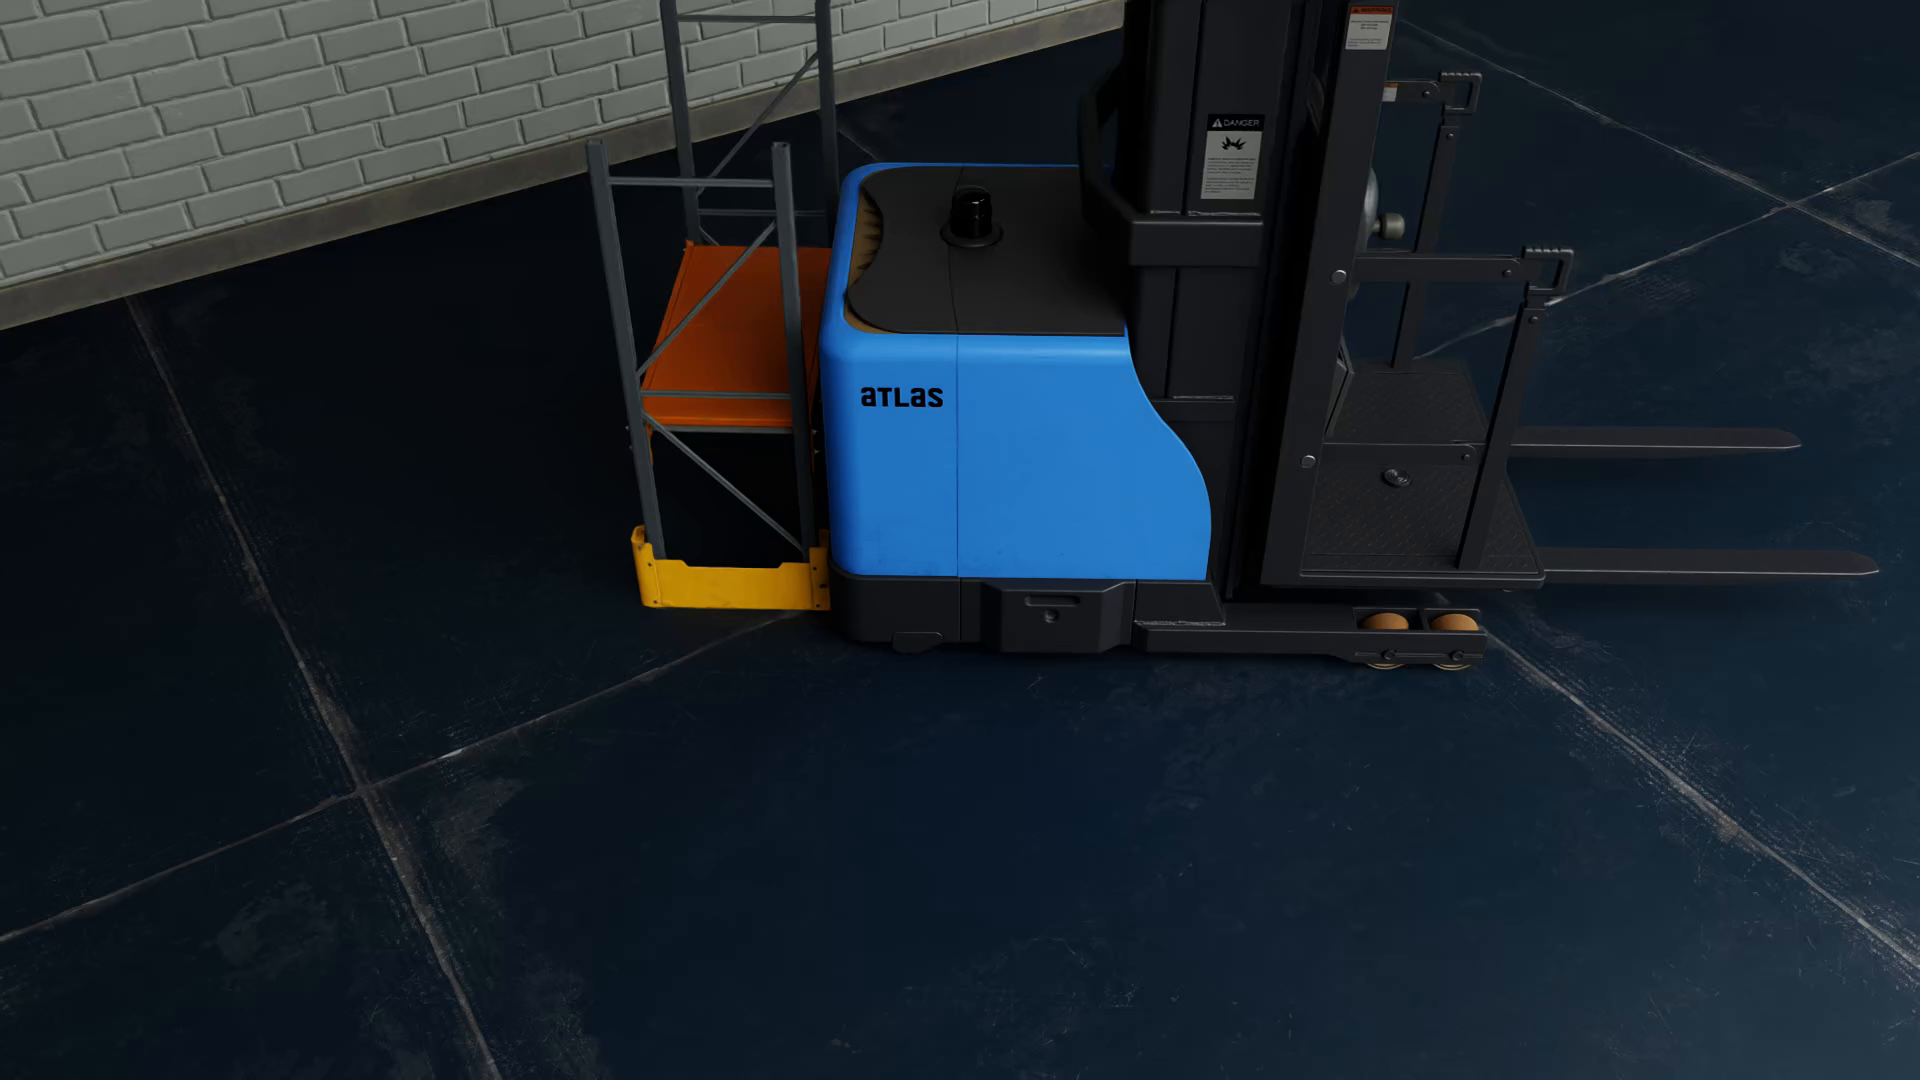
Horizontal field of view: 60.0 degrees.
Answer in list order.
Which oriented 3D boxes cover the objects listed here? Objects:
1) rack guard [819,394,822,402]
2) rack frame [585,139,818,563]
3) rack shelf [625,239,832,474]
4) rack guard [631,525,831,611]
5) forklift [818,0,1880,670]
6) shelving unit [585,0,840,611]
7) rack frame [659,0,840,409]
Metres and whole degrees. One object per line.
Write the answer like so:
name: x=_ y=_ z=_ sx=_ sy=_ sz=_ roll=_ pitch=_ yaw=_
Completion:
rack guard: x=-0.633 y=-0.553 z=5.718 sx=0.587 sy=0.250 sz=0.087 roll=1 pitch=40 yaw=2
rack frame: x=-0.668 y=-0.395 z=4.552 sx=0.500 sy=1.500 sz=0.032 roll=1 pitch=40 yaw=2
rack shelf: x=-0.650 y=-0.582 z=5.058 sx=0.538 sy=0.185 sz=1.000 roll=1 pitch=40 yaw=2
rack guard: x=-0.668 y=0.084 z=4.954 sx=0.587 sy=0.250 sz=0.087 roll=1 pitch=40 yaw=2
forklift: x=1.146 y=-1.096 z=4.276 sx=3.031 sy=2.935 sz=1.130 roll=1 pitch=40 yaw=1
shelving unit: x=-0.651 y=-0.714 z=4.936 sx=0.587 sy=1.500 sz=1.083 roll=1 pitch=40 yaw=2
rack frame: x=-0.632 y=-1.045 z=5.333 sx=0.500 sy=1.500 sz=0.032 roll=1 pitch=40 yaw=2
